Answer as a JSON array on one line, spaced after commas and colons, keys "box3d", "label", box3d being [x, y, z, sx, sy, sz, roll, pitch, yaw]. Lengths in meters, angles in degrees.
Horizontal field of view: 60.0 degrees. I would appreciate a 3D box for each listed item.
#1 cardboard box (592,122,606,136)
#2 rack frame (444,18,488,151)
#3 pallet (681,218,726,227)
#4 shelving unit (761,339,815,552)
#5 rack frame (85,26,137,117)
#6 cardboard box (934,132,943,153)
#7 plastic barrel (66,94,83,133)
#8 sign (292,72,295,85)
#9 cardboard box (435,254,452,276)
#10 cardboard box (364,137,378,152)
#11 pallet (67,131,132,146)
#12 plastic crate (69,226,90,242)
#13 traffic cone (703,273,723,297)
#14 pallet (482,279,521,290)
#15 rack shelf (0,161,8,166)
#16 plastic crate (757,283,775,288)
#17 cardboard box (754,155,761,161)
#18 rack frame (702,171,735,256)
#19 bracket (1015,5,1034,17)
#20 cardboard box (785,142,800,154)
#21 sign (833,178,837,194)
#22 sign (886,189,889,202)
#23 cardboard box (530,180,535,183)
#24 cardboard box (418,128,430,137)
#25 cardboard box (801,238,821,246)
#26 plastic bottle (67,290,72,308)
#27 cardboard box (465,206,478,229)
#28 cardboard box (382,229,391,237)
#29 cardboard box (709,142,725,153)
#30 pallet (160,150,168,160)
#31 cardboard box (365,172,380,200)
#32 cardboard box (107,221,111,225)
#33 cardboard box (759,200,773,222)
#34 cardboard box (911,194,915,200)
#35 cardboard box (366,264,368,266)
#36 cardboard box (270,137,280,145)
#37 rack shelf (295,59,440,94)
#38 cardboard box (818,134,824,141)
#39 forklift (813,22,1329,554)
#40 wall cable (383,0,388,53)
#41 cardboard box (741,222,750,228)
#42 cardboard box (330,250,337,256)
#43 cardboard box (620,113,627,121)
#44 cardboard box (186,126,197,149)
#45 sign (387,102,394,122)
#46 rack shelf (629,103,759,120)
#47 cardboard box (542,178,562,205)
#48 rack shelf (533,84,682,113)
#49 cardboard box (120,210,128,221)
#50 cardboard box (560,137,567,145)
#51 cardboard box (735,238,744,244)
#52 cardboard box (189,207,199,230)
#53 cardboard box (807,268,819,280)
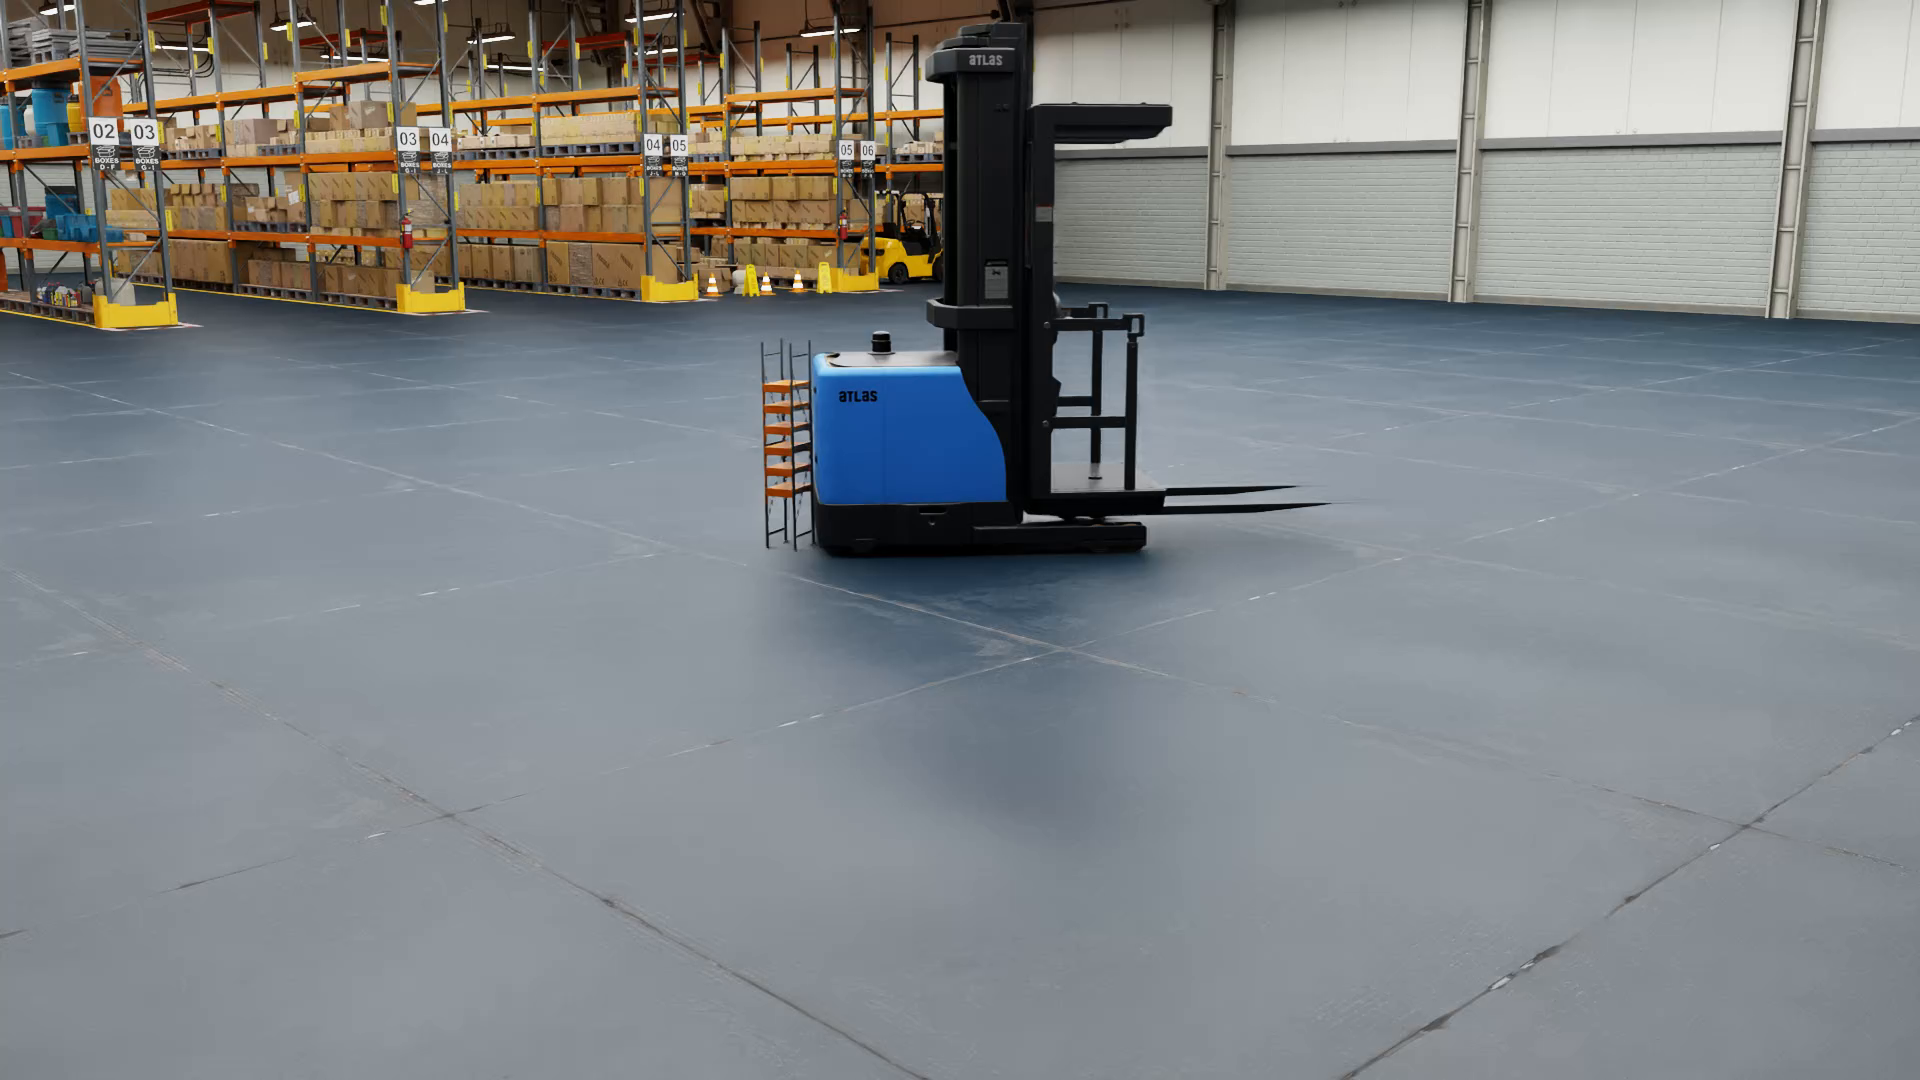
[{"box3d": [-7.006, -8.219, 33.285, 0.500, 0.250, 0.500, -11, 16, -43], "label": "cardboard box"}, {"box3d": [-11.300, -10.350, 37.848, 1.000, 3.000, 0.127, -11, 16, -43], "label": "rack frame"}, {"box3d": [-6.393, -7.739, 40.517, 1.003, 0.211, 1.213, -11, 16, -43], "label": "pallet"}, {"box3d": [-0.991, -0.548, 9.599, 0.189, 1.200, 0.258, 5, 13, 23], "label": "shelving unit"}, {"box3d": [-20.482, -10.841, 40.231, 1.000, 3.000, 0.127, -11, 16, -43], "label": "rack frame"}, {"box3d": [-0.171, -9.700, 40.582, 0.797, 0.503, 0.637, -10, 15, -41], "label": "cardboard box"}, {"box3d": [-13.894, -6.793, 26.510, 0.600, 0.588, 0.600, 0, 12, 0], "label": "plastic barrel"}, {"box3d": [-17.217, -11.938, 43.045, 0.100, 0.325, 0.005, -11, 16, -43], "label": "sign"}, {"box3d": [-11.944, -6.453, 38.952, 0.500, 0.500, 0.500, -11, 16, -43], "label": "cardboard box"}, {"box3d": [-10.296, -7.071, 29.737, 0.500, 0.250, 0.500, -11, 16, -42], "label": "cardboard box"}, {"box3d": [-13.515, -6.389, 26.521, 1.003, 0.211, 1.213, -11, 16, -43], "label": "pallet"}, {"box3d": [-14.021, -4.932, 26.784, 0.499, 0.251, 0.408, -11, 16, -43], "label": "plastic crate"}, {"box3d": [-5.115, -5.277, 34.379, 0.336, 0.463, 0.334, -11, 16, -43], "label": "traffic cone"}, {"box3d": [-9.972, -5.742, 37.261, 1.003, 0.211, 1.213, -11, 16, -43], "label": "pallet"}, {"box3d": [-19.921, -7.454, 33.006, 1.077, 0.370, 4.000, -11, 16, -43], "label": "rack shelf"}, {"box3d": [-4.536, -5.759, 37.667, 0.583, 0.080, 0.402, 6, 13, 26], "label": "plastic crate"}, {"box3d": [-4.454, -8.690, 37.847, 0.380, 0.149, 0.250, -10, 15, -41], "label": "cardboard box"}, {"box3d": [-6.965, -9.392, 48.066, 1.000, 3.000, 0.127, -11, 16, -43], "label": "rack frame"}, {"box3d": [1.523, -12.459, 39.166, 0.235, 0.232, 0.430, -11, 16, -43], "label": "bracket"}, {"box3d": [-3.522, -8.676, 36.790, 0.500, 0.250, 0.500, -10, 16, -41], "label": "cardboard box"}, {"box3d": [-2.680, -7.596, 35.696, 0.100, 0.325, 0.005, -11, 16, -43], "label": "sign"}, {"box3d": [-1.826, -8.676, 41.916, 0.100, 0.325, 0.005, -11, 16, -43], "label": "sign"}, {"box3d": [-11.451, -9.683, 45.143, 0.380, 0.149, 0.250, -11, 16, -43], "label": "cardboard box"}, {"box3d": [-9.455, -7.231, 29.526, 0.380, 0.149, 0.250, -11, 16, -43], "label": "cardboard box"}, {"box3d": [-3.309, -6.618, 36.905, 0.380, 0.149, 0.250, -10, 15, -41], "label": "cardboard box"}, {"box3d": [-14.694, -3.984, 27.457, 0.061, 0.283, 0.133, -10, 16, -41], "label": "plastic bottle"}, {"box3d": [-10.832, -7.284, 37.584, 0.500, 0.500, 0.500, -11, 16, -43], "label": "cardboard box"}, {"box3d": [-10.161, -5.523, 29.910, 0.380, 0.149, 0.250, -11, 16, -43], "label": "cardboard box"}, {"box3d": [-5.536, -9.199, 39.025, 0.500, 0.250, 0.500, -11, 16, -44], "label": "cardboard box"}, {"box3d": [-18.277, -8.866, 38.296, 1.003, 0.211, 1.213, -11, 16, -43], "label": "pallet"}, {"box3d": [-10.341, -6.370, 29.935, 0.500, 0.500, 0.500, -11, 16, -43], "label": "cardboard box"}, {"box3d": [-20.475, -7.682, 40.387, 0.380, 0.149, 0.250, -11, 16, -42], "label": "cardboard box"}, {"box3d": [-4.224, -7.479, 37.795, 0.500, 0.500, 0.500, -11, 16, -43], "label": "cardboard box"}, {"box3d": [-1.006, -8.588, 41.568, 0.380, 0.149, 0.250, -11, 16, -44], "label": "cardboard box"}, {"box3d": [-14.699, -6.864, 41.820, 0.380, 0.149, 0.250, -10, 16, -41], "label": "cardboard box"}, {"box3d": [-13.562, -7.972, 33.275, 0.250, 0.166, 0.380, 11, 16, 44], "label": "cardboard box"}, {"box3d": [-10.814, -8.444, 30.387, 1.077, 0.370, 4.000, -11, 16, -43], "label": "rack shelf"}, {"box3d": [-2.862, -8.737, 36.096, 0.380, 0.149, 0.250, -11, 16, -42], "label": "cardboard box"}, {"box3d": [0.650, -1.466, 9.761, 3.031, 2.935, 1.130, -1, 12, -7], "label": "forklift"}, {"box3d": [-18.202, -16.099, 49.397, 2.355, 3.000, 0.029, -11, 16, -43], "label": "wall cable"}, {"box3d": [-4.830, -7.289, 38.481, 0.380, 0.149, 0.250, -10, 15, -41], "label": "cardboard box"}, {"box3d": [-16.119, -7.454, 43.206, 0.250, 0.149, 0.380, 11, 16, 42], "label": "cardboard box"}, {"box3d": [-6.425, -8.274, 32.563, 0.380, 0.149, 0.250, -11, 16, -42], "label": "cardboard box"}, {"box3d": [-16.383, -8.756, 36.247, 0.797, 0.503, 0.637, -11, 16, -43], "label": "cardboard box"}, {"box3d": [-9.848, -7.396, 28.750, 0.100, 0.325, 0.005, -11, 16, -43], "label": "sign"}, {"box3d": [-6.409, -10.214, 39.964, 1.077, 0.370, 4.000, -11, 16, -43], "label": "rack shelf"}, {"box3d": [-8.308, -7.372, 35.211, 0.875, 0.550, 0.550, -11, 16, -43], "label": "cardboard box"}, {"box3d": [-7.157, -8.926, 33.710, 1.077, 0.370, 4.000, -11, 16, -43], "label": "rack shelf"}, {"box3d": [-19.637, -7.719, 39.577, 0.500, 0.250, 0.500, 11, 16, 43], "label": "cardboard box"}, {"box3d": [-8.008, -8.218, 34.264, 0.380, 0.149, 0.250, -11, 16, -43], "label": "cardboard box"}, {"box3d": [-6.132, -8.457, 47.071, 0.380, 0.149, 0.250, -11, 16, -43], "label": "cardboard box"}, {"box3d": [-16.529, -7.045, 36.425, 0.500, 0.500, 0.500, -10, 16, -41], "label": "cardboard box"}, {"box3d": [-3.034, -5.892, 36.848, 0.500, 0.250, 0.500, -11, 16, -43], "label": "cardboard box"}]
